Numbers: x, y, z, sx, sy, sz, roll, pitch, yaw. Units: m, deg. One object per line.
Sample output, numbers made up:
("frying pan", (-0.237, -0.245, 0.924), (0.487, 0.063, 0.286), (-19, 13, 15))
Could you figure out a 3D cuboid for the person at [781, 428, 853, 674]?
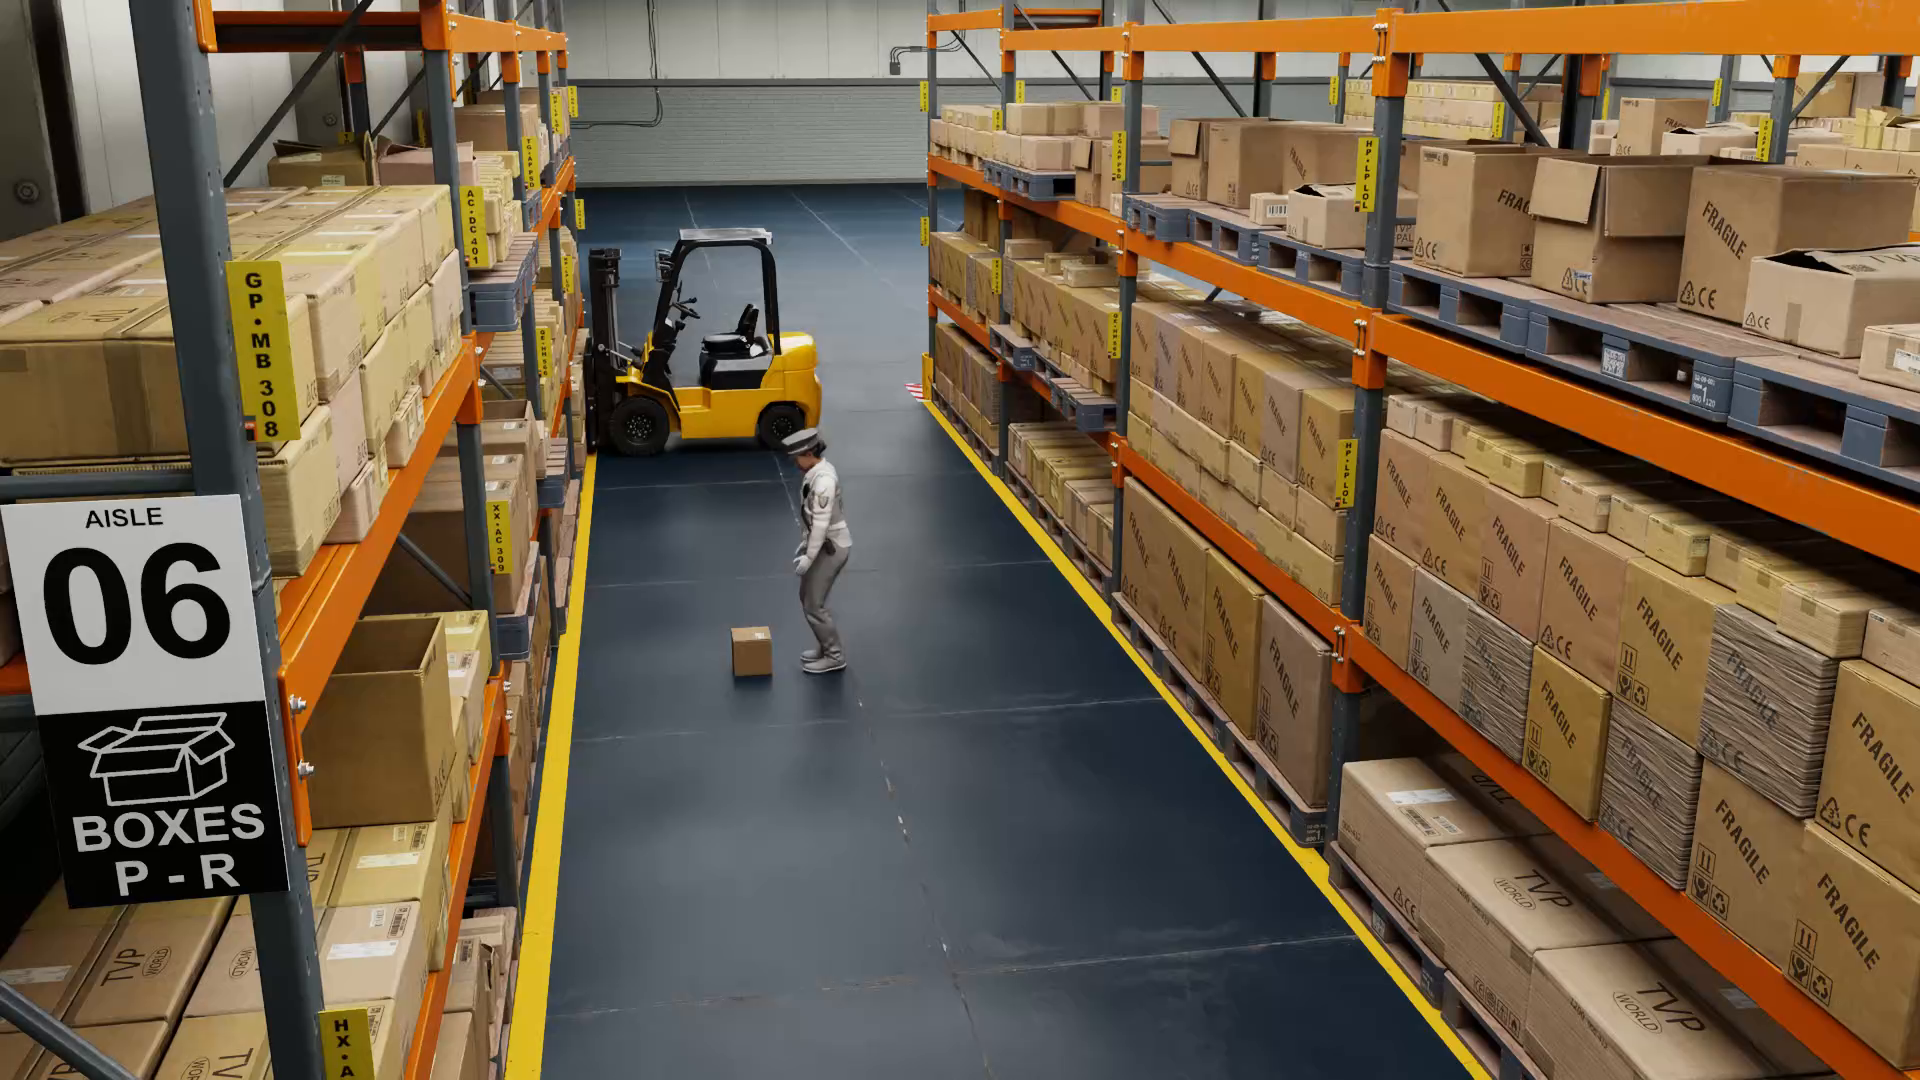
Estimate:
("person", (-0.927, 0.070, 10.889), (0.446, 1.626, 0.500), (-3, 17, -9))
